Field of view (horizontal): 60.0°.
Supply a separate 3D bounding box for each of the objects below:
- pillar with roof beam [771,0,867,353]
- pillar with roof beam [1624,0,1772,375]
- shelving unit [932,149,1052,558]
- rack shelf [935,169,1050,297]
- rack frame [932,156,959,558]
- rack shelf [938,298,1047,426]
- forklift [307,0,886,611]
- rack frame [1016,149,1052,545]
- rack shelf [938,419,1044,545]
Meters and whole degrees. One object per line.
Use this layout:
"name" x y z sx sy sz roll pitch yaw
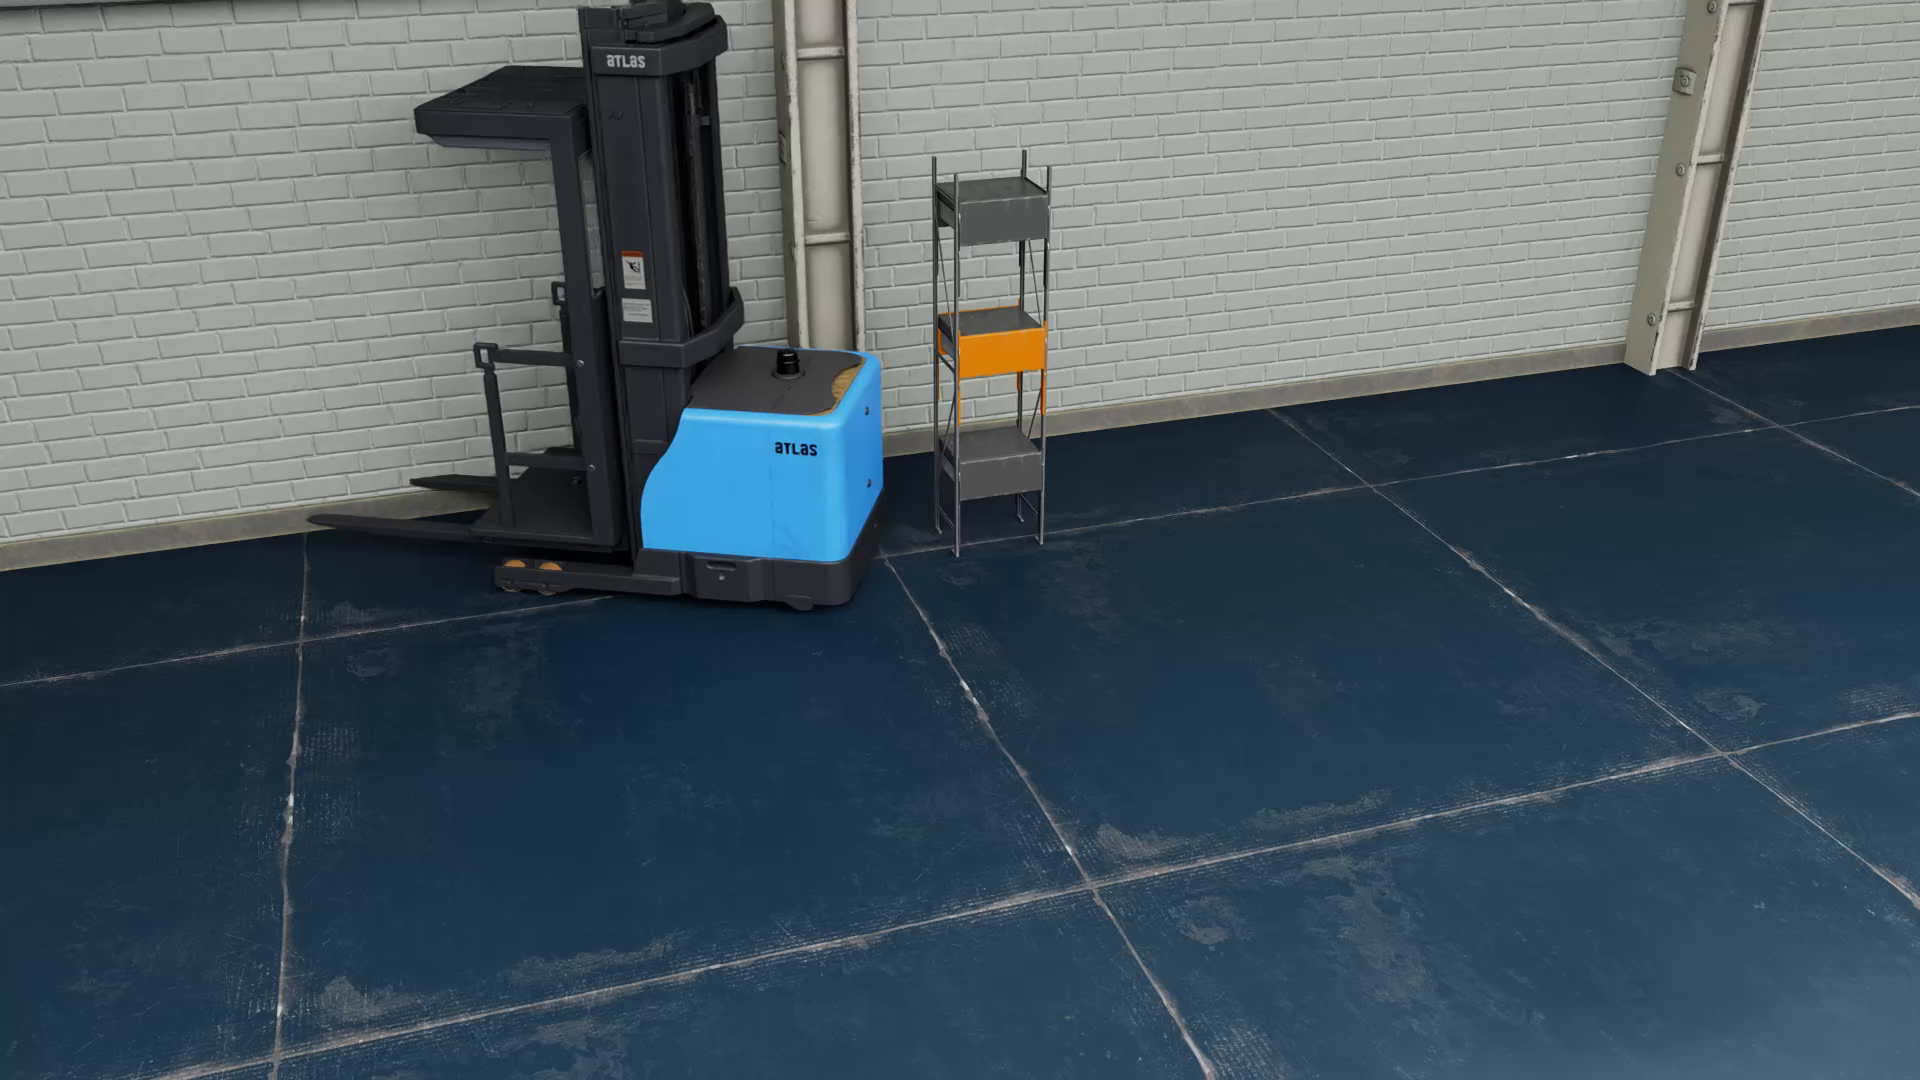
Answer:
"pillar with roof beam" 0.556 -2.620 4.407 0.400 9.000 9.100 -8 28 -16
"pillar with roof beam" 6.261 -3.446 6.072 0.400 9.000 9.100 -8 28 -16
"shelving unit" 0.157 -0.963 8.829 0.503 2.100 0.431 -8 28 -16
"rack shelf" 0.157 -1.578 8.524 0.480 0.518 0.431 -8 28 -16
"rack frame" -0.075 -0.930 8.761 0.015 2.100 0.400 -8 28 -16
"rack shelf" 0.157 -0.951 8.835 0.480 0.518 0.431 -8 28 -16
"forklift" -1.974 -1.251 8.474 3.031 2.935 1.130 4 27 9
"rack frame" 0.389 -0.997 8.897 0.015 2.100 0.400 -8 28 -16
"rack shelf" 0.157 -0.324 9.146 0.480 0.518 0.431 -8 28 -16
